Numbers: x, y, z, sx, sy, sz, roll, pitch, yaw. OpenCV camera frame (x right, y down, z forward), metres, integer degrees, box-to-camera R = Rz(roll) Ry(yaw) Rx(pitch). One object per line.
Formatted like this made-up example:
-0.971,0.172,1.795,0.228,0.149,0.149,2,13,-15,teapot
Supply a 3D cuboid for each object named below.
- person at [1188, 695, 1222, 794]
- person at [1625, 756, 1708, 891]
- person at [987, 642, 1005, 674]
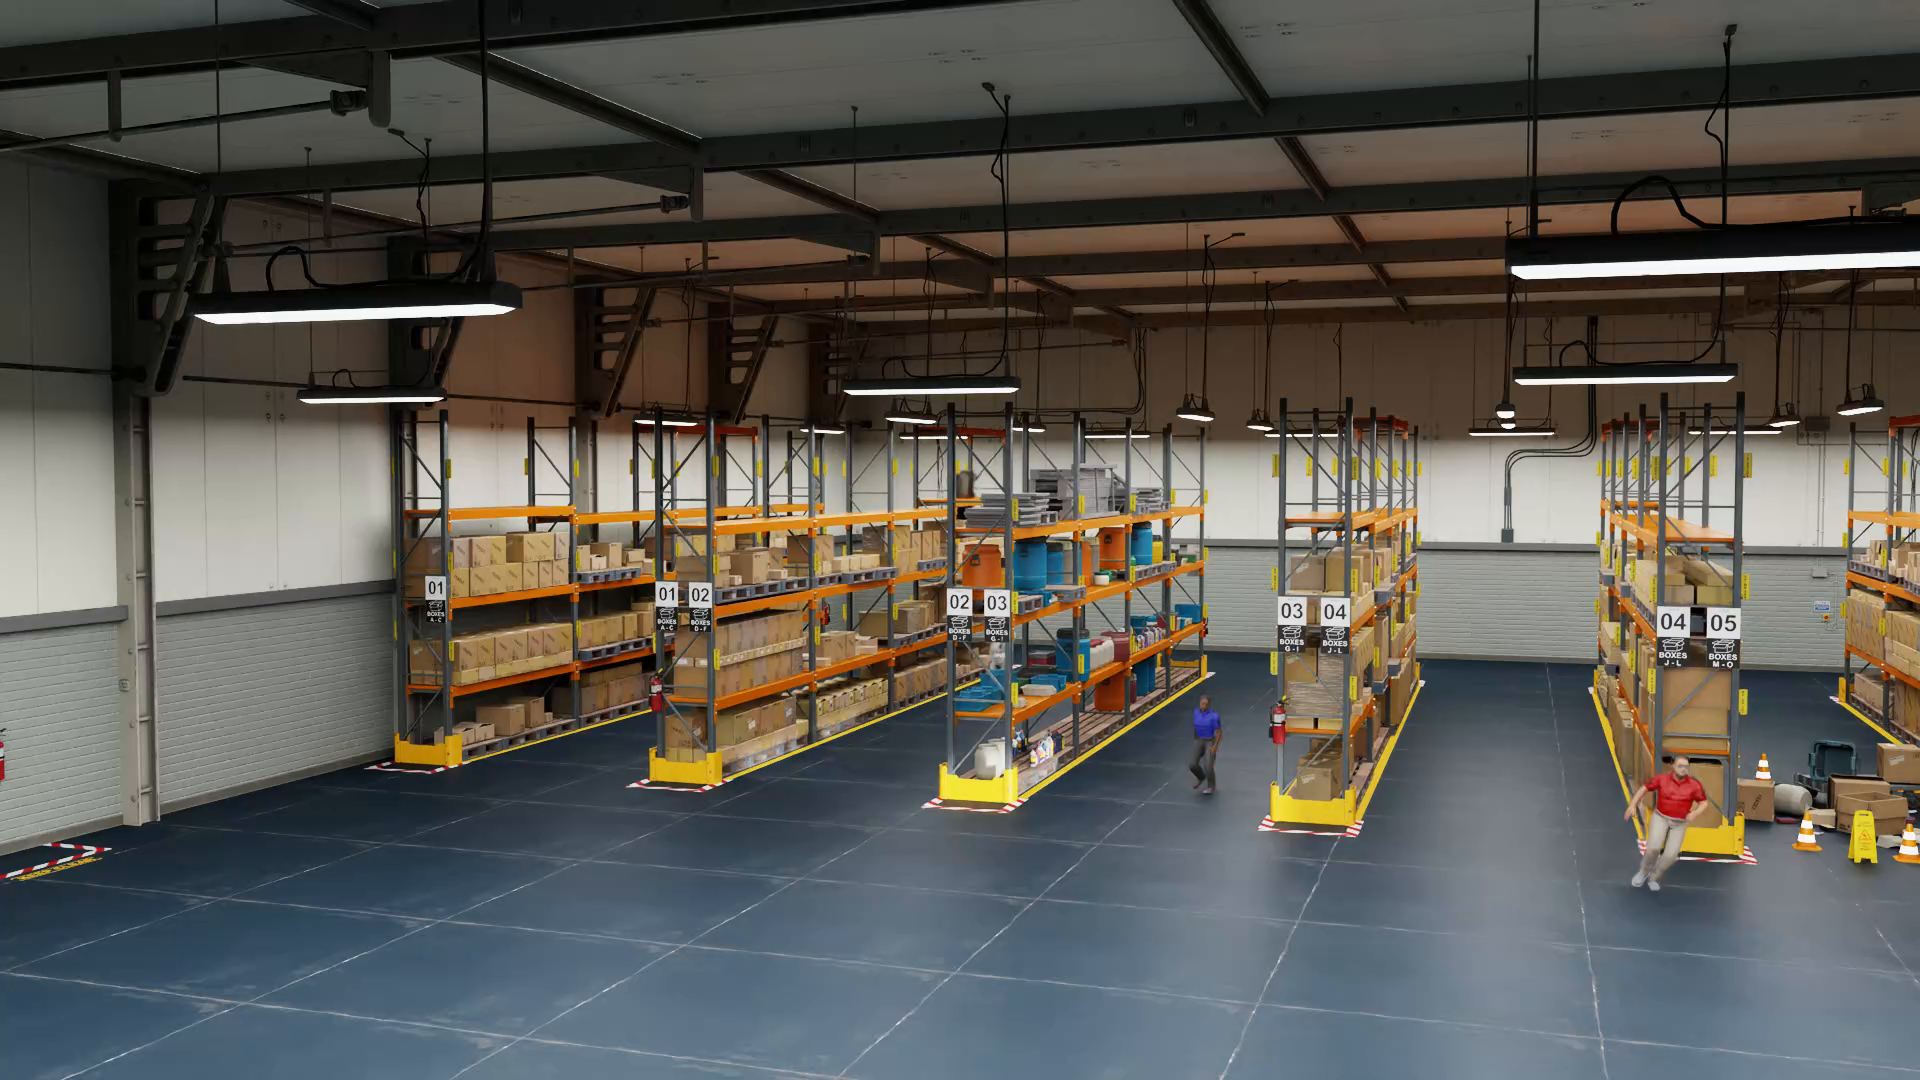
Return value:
3.762,3.115,25.443,0.588,1.559,0.637,2,3,32,person
8.378,3.368,19.635,0.853,1.653,0.678,0,2,8,person
0.840,2.665,36.164,0.617,1.546,0.909,1,3,20,person
